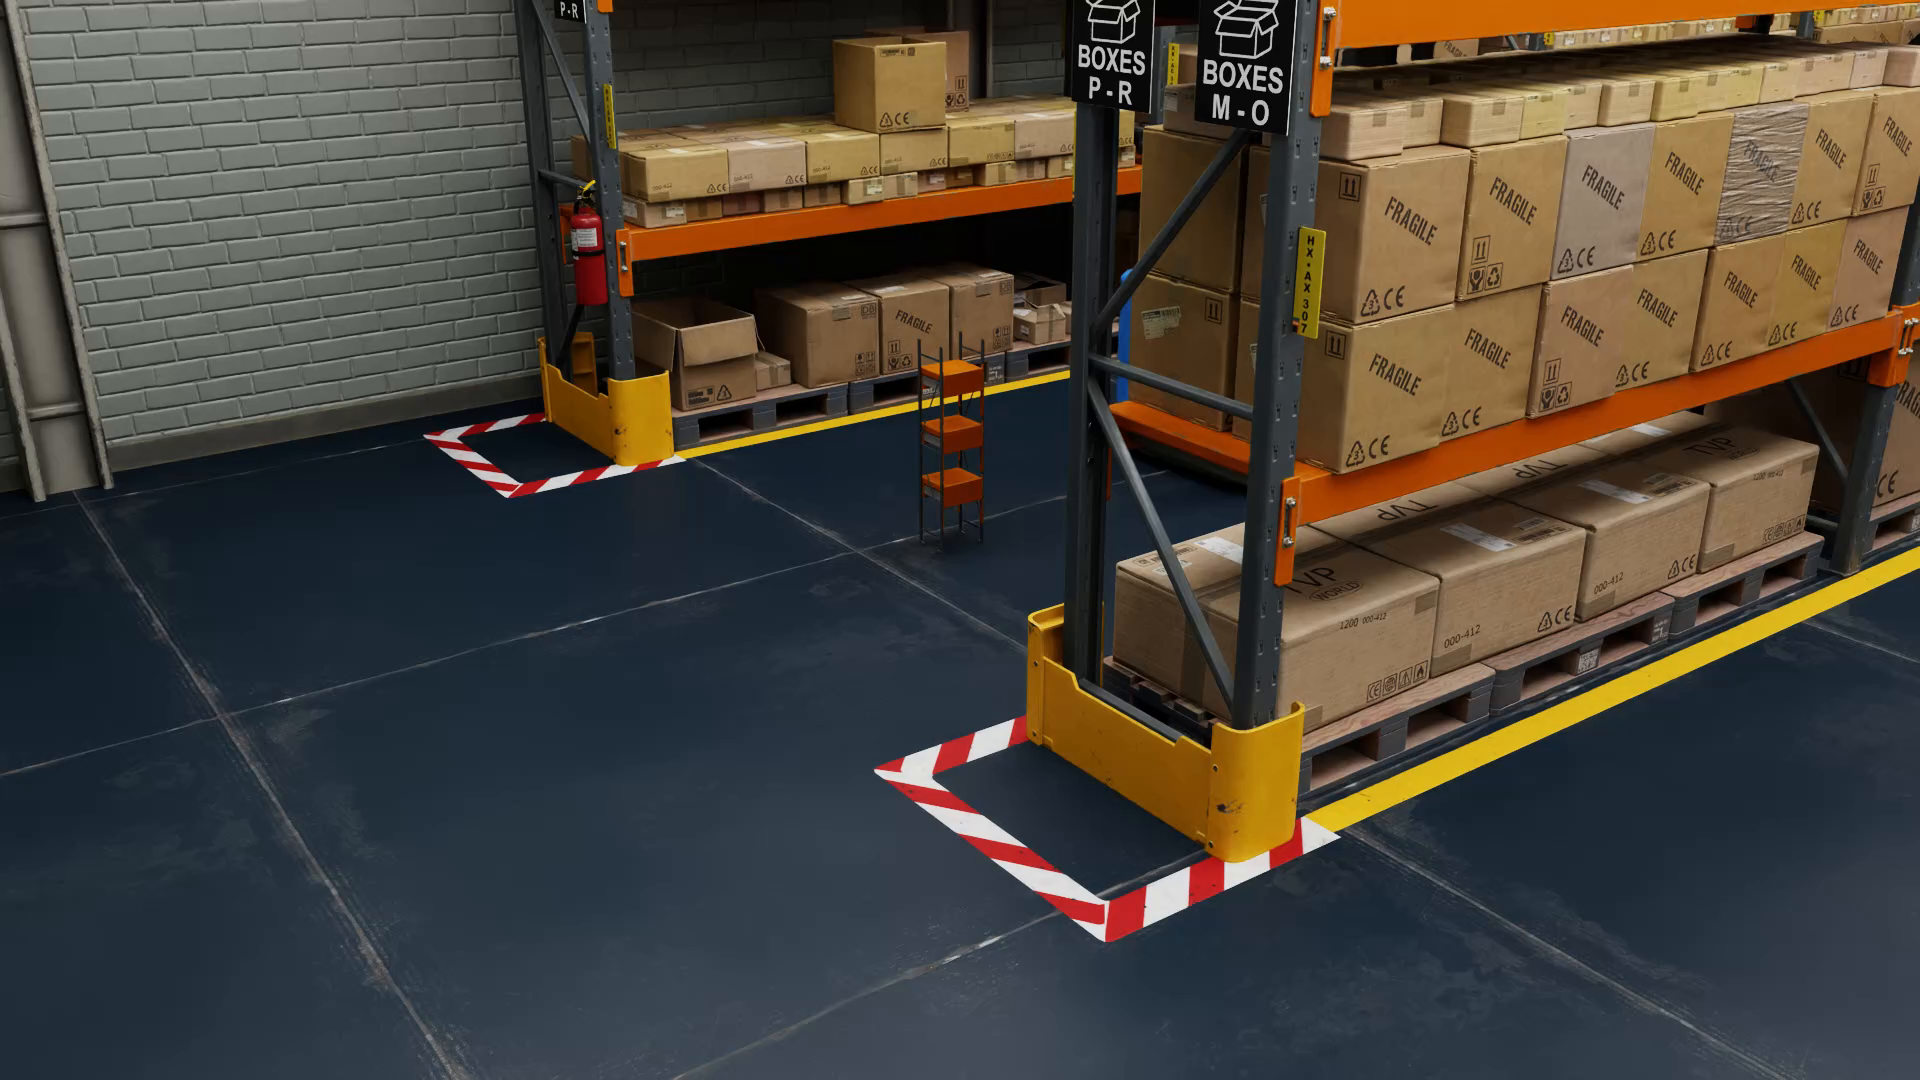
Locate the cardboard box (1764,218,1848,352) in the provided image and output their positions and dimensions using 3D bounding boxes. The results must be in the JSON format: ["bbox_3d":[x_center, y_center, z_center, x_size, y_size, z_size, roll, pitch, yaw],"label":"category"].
[{"bbox_3d":[3.338,-1.126,7.037,0.500,0.500,0.500,-16,27,-34],"label":"cardboard box"}]

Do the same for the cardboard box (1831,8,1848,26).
[{"bbox_3d":[8.193,-4.988,15.840,0.250,0.149,0.380,-14,26,-32],"label":"cardboard box"}]

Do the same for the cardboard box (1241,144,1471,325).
[{"bbox_3d":[1.288,-1.034,5.455,0.500,0.500,0.500,-16,27,-34],"label":"cardboard box"}]

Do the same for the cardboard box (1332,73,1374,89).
[{"bbox_3d":[1.259,-1.598,5.994,0.250,0.149,0.380,-15,26,-33],"label":"cardboard box"}]

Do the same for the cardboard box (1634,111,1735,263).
[{"bbox_3d":[2.521,-1.369,6.297,0.500,0.500,0.500,-15,26,-33],"label":"cardboard box"}]

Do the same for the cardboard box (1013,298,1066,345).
[{"bbox_3d":[0.507,-1.502,11.235,0.258,0.266,0.396,-14,26,-31],"label":"cardboard box"}]

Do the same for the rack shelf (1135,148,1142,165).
[{"bbox_3d":[2.701,-2.962,12.741,4.000,0.370,1.077,-15,26,-33],"label":"rack shelf"}]

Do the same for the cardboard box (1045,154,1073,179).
[{"bbox_3d":[0.571,-2.475,10.890,0.250,0.149,0.380,-14,26,-31],"label":"cardboard box"}]

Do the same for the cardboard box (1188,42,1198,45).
[{"bbox_3d":[2.021,-3.254,11.802,0.500,0.500,0.700,-15,26,-32],"label":"cardboard box"}]

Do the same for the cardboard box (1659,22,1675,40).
[{"bbox_3d":[5.951,-4.425,14.427,0.250,0.149,0.380,-15,26,-33],"label":"cardboard box"}]

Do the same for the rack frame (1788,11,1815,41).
[{"bbox_3d":[7.571,-4.594,15.863,0.127,3.000,1.000,-15,26,-33],"label":"rack frame"}]

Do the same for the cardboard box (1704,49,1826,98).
[{"bbox_3d":[3.235,-1.884,6.712,0.250,0.149,0.380,-15,26,-33],"label":"cardboard box"}]

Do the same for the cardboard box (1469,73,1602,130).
[{"bbox_3d":[2.017,-1.545,5.862,0.250,0.149,0.380,-15,26,-32],"label":"cardboard box"}]

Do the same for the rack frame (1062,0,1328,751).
[{"bbox_3d":[0.732,-0.504,5.613,0.127,3.000,1.000,-15,26,-33],"label":"rack frame"}]

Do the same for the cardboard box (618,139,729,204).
[{"bbox_3d":[-1.644,-2.083,9.369,0.500,0.250,0.500,-15,26,-33],"label":"cardboard box"}]

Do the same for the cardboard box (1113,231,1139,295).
[{"bbox_3d":[1.303,-2.092,12.398,0.500,0.500,0.500,-15,26,-33],"label":"cardboard box"}]

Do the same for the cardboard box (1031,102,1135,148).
[{"bbox_3d":[0.807,-2.748,11.036,0.500,0.250,0.500,-14,26,-32],"label":"cardboard box"}]

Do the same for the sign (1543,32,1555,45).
[{"bbox_3d":[4.649,-4.068,13.089,0.005,0.325,0.100,-15,26,-33],"label":"sign"}]

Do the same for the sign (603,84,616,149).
[{"bbox_3d":[-1.852,-2.236,8.784,0.005,0.325,0.100,-15,26,-33],"label":"sign"}]

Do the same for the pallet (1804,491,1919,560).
[{"bbox_3d":[4.562,-0.265,8.775,1.213,0.211,1.003,-15,26,-33],"label":"pallet"}]

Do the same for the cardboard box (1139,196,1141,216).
[{"bbox_3d":[1.489,-2.352,11.773,0.250,0.149,0.380,-15,26,-34],"label":"cardboard box"}]

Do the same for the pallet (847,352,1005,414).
[{"bbox_3d":[-0.472,-1.154,11.003,1.213,0.211,1.003,-15,26,-33],"label":"pallet"}]

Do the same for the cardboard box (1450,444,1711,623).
[{"bbox_3d":[2.681,-0.078,7.434,0.875,0.438,0.875,-16,27,-34],"label":"cardboard box"}]

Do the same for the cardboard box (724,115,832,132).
[{"bbox_3d":[-1.127,-2.462,10.320,0.500,0.250,0.500,-14,26,-31],"label":"cardboard box"}]

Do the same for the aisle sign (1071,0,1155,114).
[{"bbox_3d":[0.493,-1.790,5.326,0.004,0.787,0.394,-15,26,-33],"label":"aisle sign"}]

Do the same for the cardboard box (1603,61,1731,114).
[{"bbox_3d":[2.650,-1.705,6.262,0.250,0.149,0.380,-15,26,-33],"label":"cardboard box"}]

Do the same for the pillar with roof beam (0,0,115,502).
[{"bbox_3d":[-2.370,-3.176,4.213,0.400,9.000,9.100,-15,26,-33],"label":"pillar with roof beam"}]

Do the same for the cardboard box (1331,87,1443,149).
[{"bbox_3d":[1.353,-1.388,5.469,0.250,0.149,0.380,-14,26,-32],"label":"cardboard box"}]

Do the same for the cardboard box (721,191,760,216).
[{"bbox_3d":[-1.370,-2.005,9.713,0.250,0.149,0.380,-15,26,-34],"label":"cardboard box"}]

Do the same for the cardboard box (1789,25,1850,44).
[{"bbox_3d":[8.084,-4.658,15.888,0.500,0.500,0.500,-16,27,-34],"label":"cardboard box"}]

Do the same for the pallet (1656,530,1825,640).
[{"bbox_3d":[3.316,0.066,7.946,1.213,0.211,1.003,-15,26,-33],"label":"pallet"}]

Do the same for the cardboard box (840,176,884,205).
[{"bbox_3d":[-0.668,-2.133,10.033,0.250,0.149,0.380,-16,27,-34],"label":"cardboard box"}]

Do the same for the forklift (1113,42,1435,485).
[{"bbox_3d":[2.335,-2.083,9.663,3.031,2.935,1.130,-17,27,-37],"label":"forklift"}]

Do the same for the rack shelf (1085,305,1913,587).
[{"bbox_3d":[2.356,-0.603,6.832,4.000,0.370,1.077,-15,26,-33],"label":"rack shelf"}]

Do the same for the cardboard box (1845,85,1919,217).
[{"bbox_3d":[3.758,-1.696,7.115,0.500,0.500,0.500,-15,26,-33],"label":"cardboard box"}]

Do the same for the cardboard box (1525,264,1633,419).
[{"bbox_3d":[2.108,-0.791,6.196,0.500,0.500,0.500,-15,26,-33],"label":"cardboard box"}]

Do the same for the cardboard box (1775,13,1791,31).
[{"bbox_3d":[7.424,-4.801,15.371,0.250,0.149,0.380,-14,26,-31],"label":"cardboard box"}]

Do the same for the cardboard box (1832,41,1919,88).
[{"bbox_3d":[3.915,-2.020,7.052,0.250,0.149,0.380,-16,27,-34],"label":"cardboard box"}]

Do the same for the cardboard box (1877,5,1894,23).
[{"bbox_3d":[8.846,-5.141,16.222,0.250,0.149,0.380,-15,26,-33],"label":"cardboard box"}]

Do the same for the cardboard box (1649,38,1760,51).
[{"bbox_3d":[3.190,-2.064,7.162,0.250,0.149,0.380,-15,26,-33],"label":"cardboard box"}]

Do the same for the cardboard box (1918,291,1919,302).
[{"bbox_3d":[4.491,-1.316,7.850,0.500,0.250,0.500,-16,27,-34],"label":"cardboard box"}]

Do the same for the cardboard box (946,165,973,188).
[{"bbox_3d":[-0.124,-2.340,10.552,0.250,0.149,0.380,-14,26,-32],"label":"cardboard box"}]

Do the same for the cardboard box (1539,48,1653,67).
[{"bbox_3d":[2.564,-1.901,6.753,0.250,0.149,0.380,-15,26,-33],"label":"cardboard box"}]

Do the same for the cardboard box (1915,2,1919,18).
[{"bbox_3d":[9.418,-5.337,16.713,0.250,0.149,0.380,-15,26,-33],"label":"cardboard box"}]

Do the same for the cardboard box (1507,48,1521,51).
[{"bbox_3d":[4.842,-3.906,13.666,0.500,0.250,0.500,-15,26,-33],"label":"cardboard box"}]

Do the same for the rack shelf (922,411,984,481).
[{"bbox_3d":[-0.043,-0.466,8.177,0.240,0.259,0.215,-15,26,-33],"label":"rack shelf"}]

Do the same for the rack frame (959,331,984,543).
[{"bbox_3d":[0.056,-0.502,8.239,0.008,1.050,0.200,-15,26,-33],"label":"rack frame"}]

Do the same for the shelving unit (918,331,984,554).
[{"bbox_3d":[-0.043,-0.476,8.173,0.252,1.050,0.215,-15,26,-33],"label":"shelving unit"}]

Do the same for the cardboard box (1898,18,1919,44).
[{"bbox_3d":[9.328,-4.988,16.715,0.500,0.500,0.500,-15,26,-32],"label":"cardboard box"}]

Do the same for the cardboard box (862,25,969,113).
[{"bbox_3d":[-0.287,-3.037,10.750,0.500,0.500,0.500,-16,27,-34],"label":"cardboard box"}]

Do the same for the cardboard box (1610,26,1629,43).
[{"bbox_3d":[5.370,-4.239,13.961,0.250,0.149,0.380,-15,26,-32],"label":"cardboard box"}]

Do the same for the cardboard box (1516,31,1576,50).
[{"bbox_3d":[4.755,-4.057,13.505,0.250,0.149,0.380,-14,26,-31],"label":"cardboard box"}]

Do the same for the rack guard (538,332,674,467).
[{"bbox_3d":[-2.108,-0.852,9.858,0.348,0.500,1.175,-15,26,-33],"label":"rack guard"}]

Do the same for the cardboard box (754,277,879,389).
[{"bbox_3d":[-0.901,-1.308,10.434,0.500,0.500,0.700,-14,26,-31],"label":"cardboard box"}]

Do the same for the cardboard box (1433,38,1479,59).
[{"bbox_3d":[3.815,-3.906,13.435,0.500,0.500,0.500,-14,25,-30],"label":"cardboard box"}]

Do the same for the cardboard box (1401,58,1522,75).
[{"bbox_3d":[1.911,-1.747,6.368,0.250,0.149,0.380,-14,26,-32],"label":"cardboard box"}]

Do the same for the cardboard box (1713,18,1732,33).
[{"bbox_3d":[6.610,-4.568,14.787,0.250,0.149,0.380,-16,27,-34],"label":"cardboard box"}]

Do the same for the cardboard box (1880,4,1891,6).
[{"bbox_3d":[8.829,-5.291,16.196,0.250,0.149,0.380,-15,26,-34],"label":"cardboard box"}]

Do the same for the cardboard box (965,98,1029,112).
[{"bbox_3d":[0.115,-2.795,11.154,0.500,0.250,0.500,-15,26,-33],"label":"cardboard box"}]

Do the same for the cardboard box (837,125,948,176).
[{"bbox_3d":[-0.422,-2.420,10.214,0.500,0.250,0.500,-16,27,-34],"label":"cardboard box"}]
